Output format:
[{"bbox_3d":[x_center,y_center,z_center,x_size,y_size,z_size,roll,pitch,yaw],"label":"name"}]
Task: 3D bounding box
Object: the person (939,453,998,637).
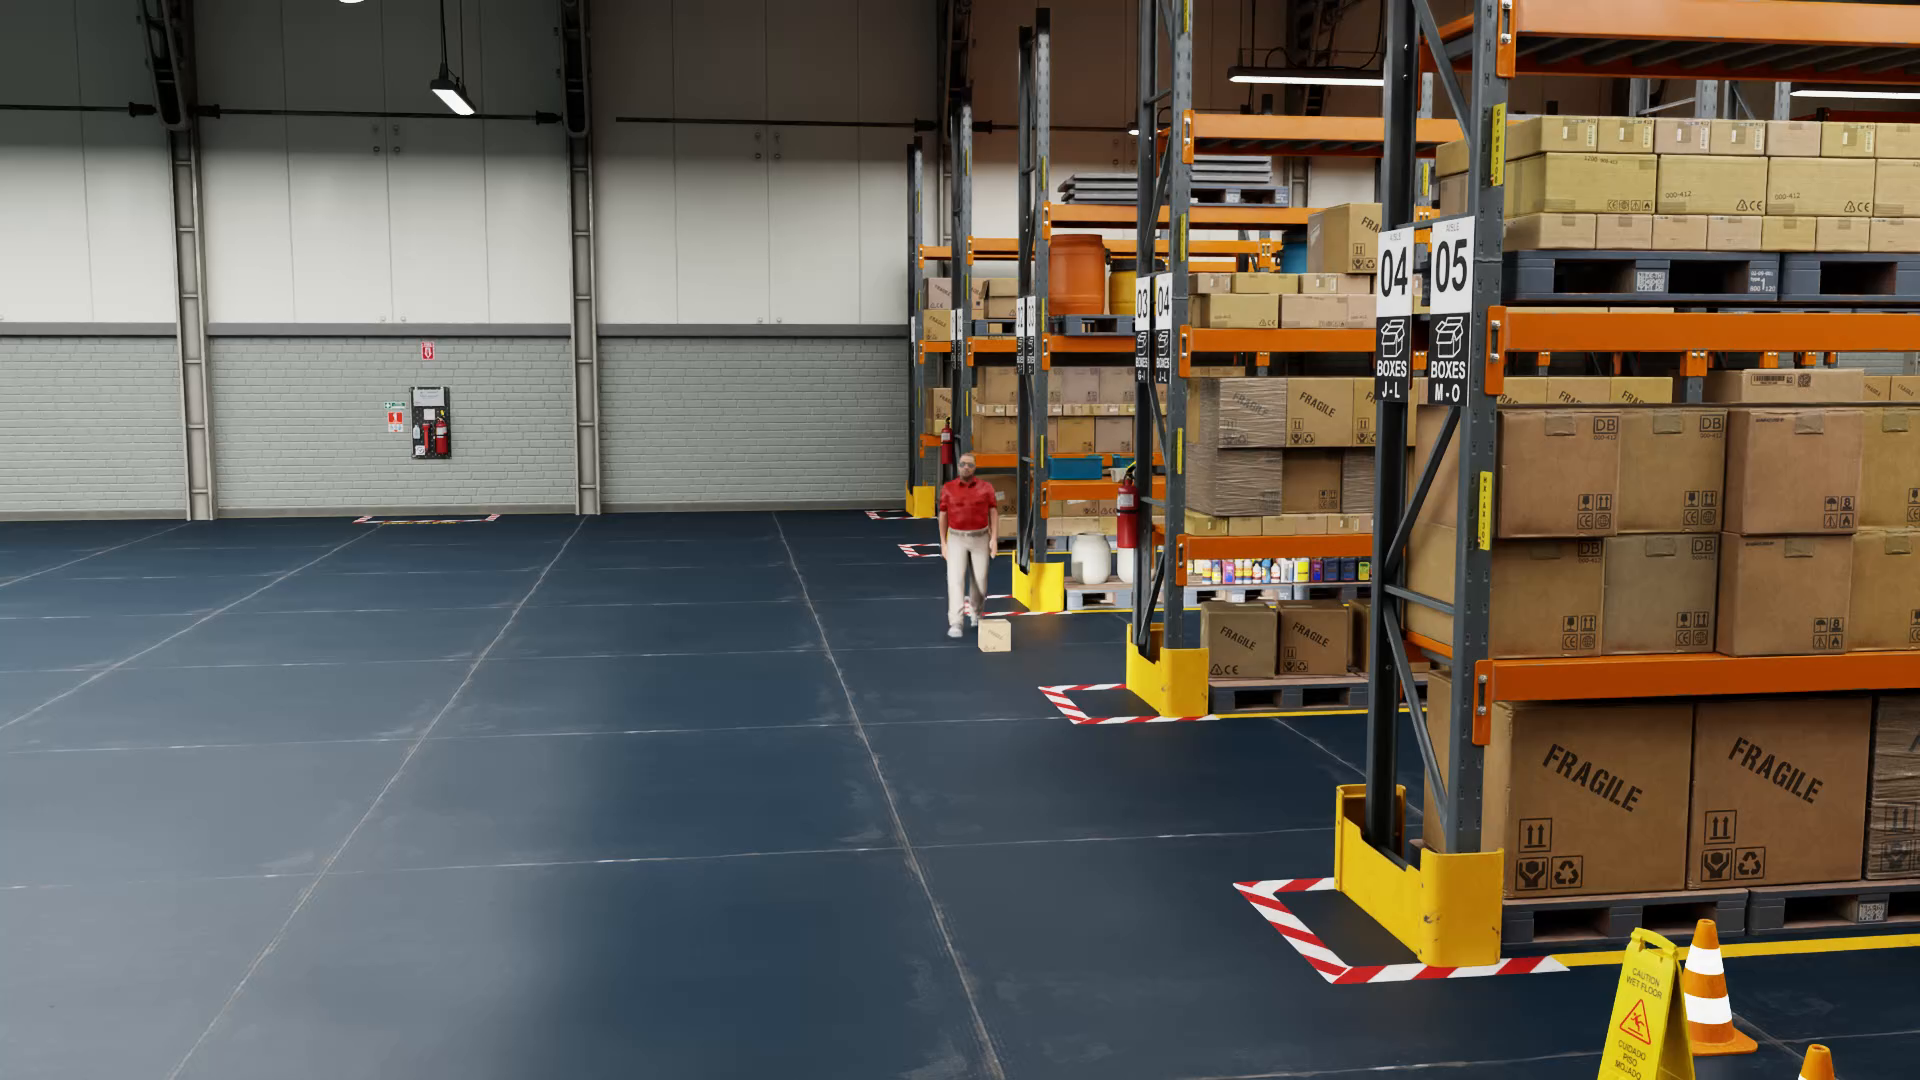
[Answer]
[{"bbox_3d":[0.093,0.038,15.492,0.544,1.683,0.956,-1,6,-6],"label":"person"}]
